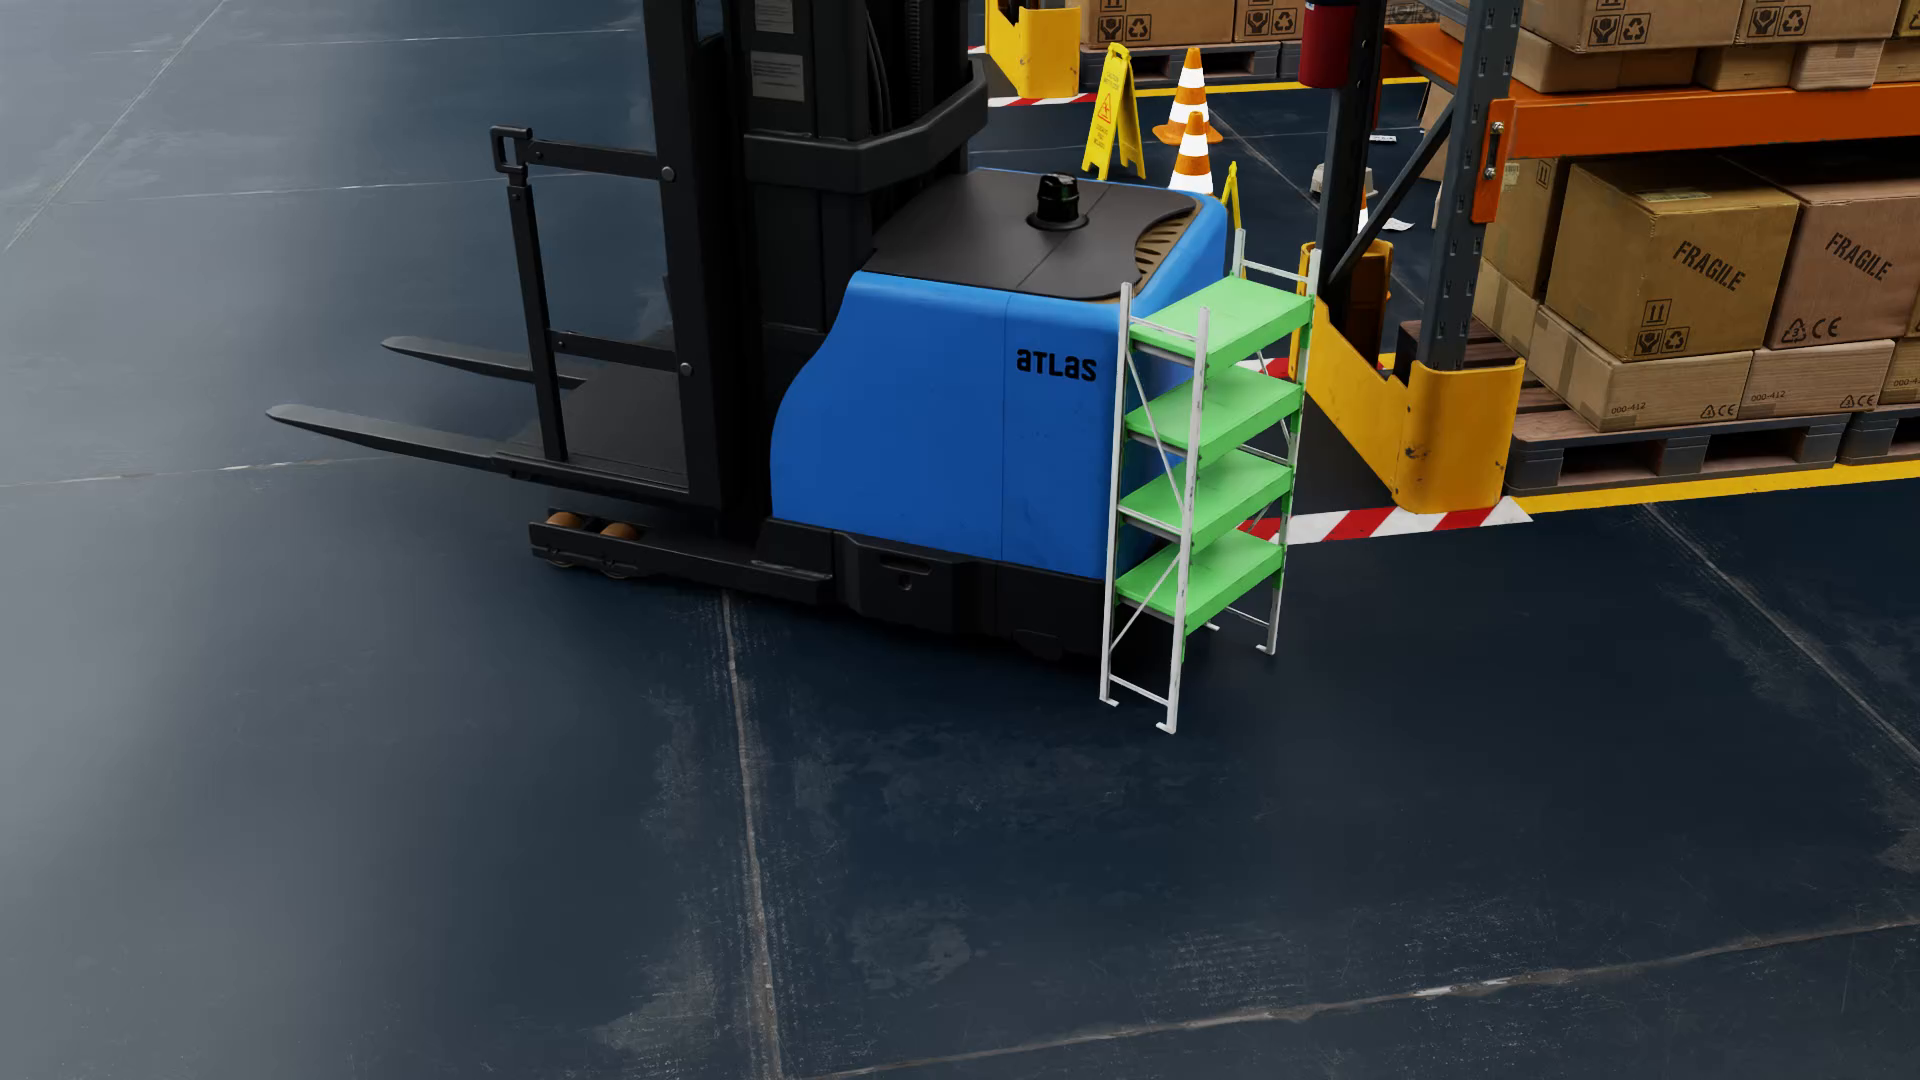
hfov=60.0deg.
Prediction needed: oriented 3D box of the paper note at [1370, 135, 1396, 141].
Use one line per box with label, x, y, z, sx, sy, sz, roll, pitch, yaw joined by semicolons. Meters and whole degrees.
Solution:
paper note;2.254;-2.142;8.865;0.142;0.017;0.144;5;31;8

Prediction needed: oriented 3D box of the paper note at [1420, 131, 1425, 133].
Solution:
paper note;2.549;-2.202;8.984;0.123;0.001;0.032;10;32;17

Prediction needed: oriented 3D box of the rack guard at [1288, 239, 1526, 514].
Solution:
rack guard;1.512;-0.601;5.778;0.348;0.500;1.175;-5;31;-9

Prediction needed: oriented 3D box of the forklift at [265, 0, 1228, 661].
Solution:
forklift;-0.779;-1.382;4.709;3.031;2.935;1.130;11;32;18

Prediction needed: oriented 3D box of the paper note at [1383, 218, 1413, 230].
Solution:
paper note;2.009;-1.470;7.720;0.142;0.019;0.148;-17;34;-26

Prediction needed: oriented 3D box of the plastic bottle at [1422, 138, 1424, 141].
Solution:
plastic bottle;2.586;-2.103;8.766;0.283;0.061;0.133;-17;34;-26

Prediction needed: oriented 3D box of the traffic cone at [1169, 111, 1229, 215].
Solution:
traffic cone;1.094;-1.783;7.825;0.334;0.463;0.336;-5;31;-9

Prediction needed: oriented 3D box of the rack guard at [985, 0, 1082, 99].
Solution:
rack guard;0.423;-3.050;9.944;0.348;0.500;1.175;-5;31;-9

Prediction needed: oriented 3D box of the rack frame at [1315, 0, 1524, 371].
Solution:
rack frame;1.437;-1.671;5.133;0.127;3.000;1.000;-5;31;-9

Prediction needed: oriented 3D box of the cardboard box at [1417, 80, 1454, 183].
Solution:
cardboard box;2.709;-2.018;8.185;0.797;0.503;0.637;23;37;33

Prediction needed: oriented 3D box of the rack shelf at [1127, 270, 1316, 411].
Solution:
rack shelf;0.635;-0.499;4.095;0.258;0.148;0.480;24;38;35

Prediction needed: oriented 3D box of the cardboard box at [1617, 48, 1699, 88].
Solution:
cardboard box;2.055;-1.521;5.125;0.250;0.149;0.380;-5;31;-8

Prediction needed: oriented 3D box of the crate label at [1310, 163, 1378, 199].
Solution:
crate label;1.856;-1.745;8.082;0.298;0.136;0.250;-23;38;-34

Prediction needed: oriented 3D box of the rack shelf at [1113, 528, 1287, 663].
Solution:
rack shelf;0.635;0.121;4.460;0.258;0.148;0.480;24;38;35

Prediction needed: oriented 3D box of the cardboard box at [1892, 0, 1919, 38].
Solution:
cardboard box;2.963;-1.844;5.034;0.500;0.500;0.500;-6;31;-10

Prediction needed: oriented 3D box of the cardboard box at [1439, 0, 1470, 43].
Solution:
cardboard box;1.767;-1.704;5.436;0.250;0.149;0.380;-4;31;-7

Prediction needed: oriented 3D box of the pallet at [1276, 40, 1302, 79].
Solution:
pallet;2.416;-3.150;10.398;1.213;0.211;1.003;-5;31;-9

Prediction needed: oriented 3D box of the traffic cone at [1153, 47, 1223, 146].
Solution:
traffic cone;1.225;-2.377;8.836;0.334;0.463;0.336;-5;31;-9

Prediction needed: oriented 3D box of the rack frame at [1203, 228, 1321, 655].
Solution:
rack frame;0.795;-0.234;4.464;0.240;1.200;0.015;24;38;35

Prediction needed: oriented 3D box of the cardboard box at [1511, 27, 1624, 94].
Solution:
cardboard box;1.809;-1.491;5.074;0.250;0.149;0.380;-5;31;-9

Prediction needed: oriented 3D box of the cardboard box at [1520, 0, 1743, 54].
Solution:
cardboard box;1.953;-1.748;4.871;0.500;0.500;0.500;-6;31;-10

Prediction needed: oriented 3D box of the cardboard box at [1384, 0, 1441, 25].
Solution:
cardboard box;2.864;-3.654;10.186;0.875;0.875;0.875;-5;31;-9

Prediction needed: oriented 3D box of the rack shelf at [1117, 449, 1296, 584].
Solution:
rack shelf;0.635;-0.086;4.338;0.258;0.148;0.480;24;38;35

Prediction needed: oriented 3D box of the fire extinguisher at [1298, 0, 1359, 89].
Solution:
fire extinguisher;1.242;-1.857;5.526;0.183;0.674;0.296;-5;31;-9

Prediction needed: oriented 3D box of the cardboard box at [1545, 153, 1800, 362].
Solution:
cardboard box;2.304;-0.929;5.428;0.500;0.500;0.500;-6;31;-11

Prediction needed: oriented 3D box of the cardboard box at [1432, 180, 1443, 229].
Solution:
cardboard box;2.362;-1.569;7.772;0.250;0.149;0.380;10;32;17

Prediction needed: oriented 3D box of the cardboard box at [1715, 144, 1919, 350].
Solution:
cardboard box;2.817;-0.978;5.513;0.500;0.500;0.500;-6;31;-11

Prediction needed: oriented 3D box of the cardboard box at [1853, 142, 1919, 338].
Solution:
cardboard box;3.312;-1.020;5.584;0.500;0.500;0.500;-5;31;-8

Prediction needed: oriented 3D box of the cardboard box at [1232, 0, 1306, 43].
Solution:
cardboard box;1.967;-3.571;10.046;0.875;0.875;0.875;-6;31;-10

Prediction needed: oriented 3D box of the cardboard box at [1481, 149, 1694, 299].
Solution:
cardboard box;2.178;-1.193;5.879;0.500;0.500;0.500;-5;31;-9

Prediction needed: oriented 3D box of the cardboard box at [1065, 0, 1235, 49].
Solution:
cardboard box;1.102;-3.490;9.908;0.875;0.875;0.875;-5;31;-9

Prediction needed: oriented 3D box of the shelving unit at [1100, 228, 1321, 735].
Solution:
shelving unit;0.635;-0.141;4.306;0.258;1.200;0.503;24;38;35

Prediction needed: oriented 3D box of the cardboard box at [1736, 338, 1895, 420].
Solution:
cardboard box;2.784;-0.646;5.687;0.500;0.250;0.500;-4;31;-7

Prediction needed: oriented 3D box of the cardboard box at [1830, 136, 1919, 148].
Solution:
cardboard box;3.189;-1.285;6.035;0.500;0.500;0.500;-6;31;-10

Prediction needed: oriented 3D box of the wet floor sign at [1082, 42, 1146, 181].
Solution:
wet floor sign;0.775;-2.125;8.228;0.232;0.644;0.267;-11;32;-17

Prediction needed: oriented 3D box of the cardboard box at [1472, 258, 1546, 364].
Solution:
cardboard box;2.208;-0.877;6.081;0.500;0.250;0.500;-5;31;-9

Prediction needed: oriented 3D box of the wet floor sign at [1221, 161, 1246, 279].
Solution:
wet floor sign;1.058;-1.173;6.608;0.232;0.644;0.267;5;31;8

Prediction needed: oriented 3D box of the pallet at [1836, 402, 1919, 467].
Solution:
pallet;3.515;-0.642;6.134;1.213;0.211;1.003;-5;31;-9

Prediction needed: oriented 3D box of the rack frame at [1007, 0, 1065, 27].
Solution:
rack frame;0.446;-4.130;9.315;0.127;3.000;1.000;-5;31;-9

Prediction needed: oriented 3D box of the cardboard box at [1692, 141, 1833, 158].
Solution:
cardboard box;2.691;-1.243;5.963;0.500;0.500;0.500;-4;31;-7

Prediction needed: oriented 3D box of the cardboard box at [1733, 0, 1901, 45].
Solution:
cardboard box;2.462;-1.796;4.954;0.500;0.500;0.500;-4;31;-7

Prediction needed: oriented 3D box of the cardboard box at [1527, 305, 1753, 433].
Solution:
cardboard box;2.281;-0.603;5.614;0.500;0.250;0.500;-6;31;-9

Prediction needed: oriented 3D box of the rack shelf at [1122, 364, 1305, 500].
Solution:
rack shelf;0.635;-0.293;4.216;0.258;0.148;0.480;24;38;35

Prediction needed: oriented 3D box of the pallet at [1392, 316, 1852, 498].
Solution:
pallet;2.318;-0.533;5.948;1.213;0.211;1.003;-5;31;-9

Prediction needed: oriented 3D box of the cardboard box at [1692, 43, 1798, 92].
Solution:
cardboard box;2.330;-1.505;5.098;0.250;0.149;0.380;-6;31;-11

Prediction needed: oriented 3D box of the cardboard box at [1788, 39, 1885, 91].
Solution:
cardboard box;2.588;-1.505;5.098;0.250;0.149;0.380;-5;31;-8

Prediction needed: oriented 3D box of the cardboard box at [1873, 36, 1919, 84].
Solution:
cardboard box;2.836;-1.545;5.167;0.250;0.149;0.380;-5;31;-8

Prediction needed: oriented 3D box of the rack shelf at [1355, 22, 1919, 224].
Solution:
rack shelf;3.405;-1.544;5.626;4.000;0.370;1.077;-5;31;-9

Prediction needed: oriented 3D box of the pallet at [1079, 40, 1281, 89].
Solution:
pallet;1.219;-3.040;10.212;1.213;0.211;1.003;-5;31;-9

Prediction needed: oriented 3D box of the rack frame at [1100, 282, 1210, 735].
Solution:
rack frame;0.474;-0.048;4.147;0.240;1.200;0.015;24;38;35

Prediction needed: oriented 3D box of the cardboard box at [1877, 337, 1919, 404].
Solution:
cardboard box;3.319;-0.702;5.783;0.500;0.250;0.500;-3;31;-6

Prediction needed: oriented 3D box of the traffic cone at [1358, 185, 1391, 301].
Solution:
traffic cone;1.628;-1.260;6.937;0.334;0.463;0.336;-5;31;-9
